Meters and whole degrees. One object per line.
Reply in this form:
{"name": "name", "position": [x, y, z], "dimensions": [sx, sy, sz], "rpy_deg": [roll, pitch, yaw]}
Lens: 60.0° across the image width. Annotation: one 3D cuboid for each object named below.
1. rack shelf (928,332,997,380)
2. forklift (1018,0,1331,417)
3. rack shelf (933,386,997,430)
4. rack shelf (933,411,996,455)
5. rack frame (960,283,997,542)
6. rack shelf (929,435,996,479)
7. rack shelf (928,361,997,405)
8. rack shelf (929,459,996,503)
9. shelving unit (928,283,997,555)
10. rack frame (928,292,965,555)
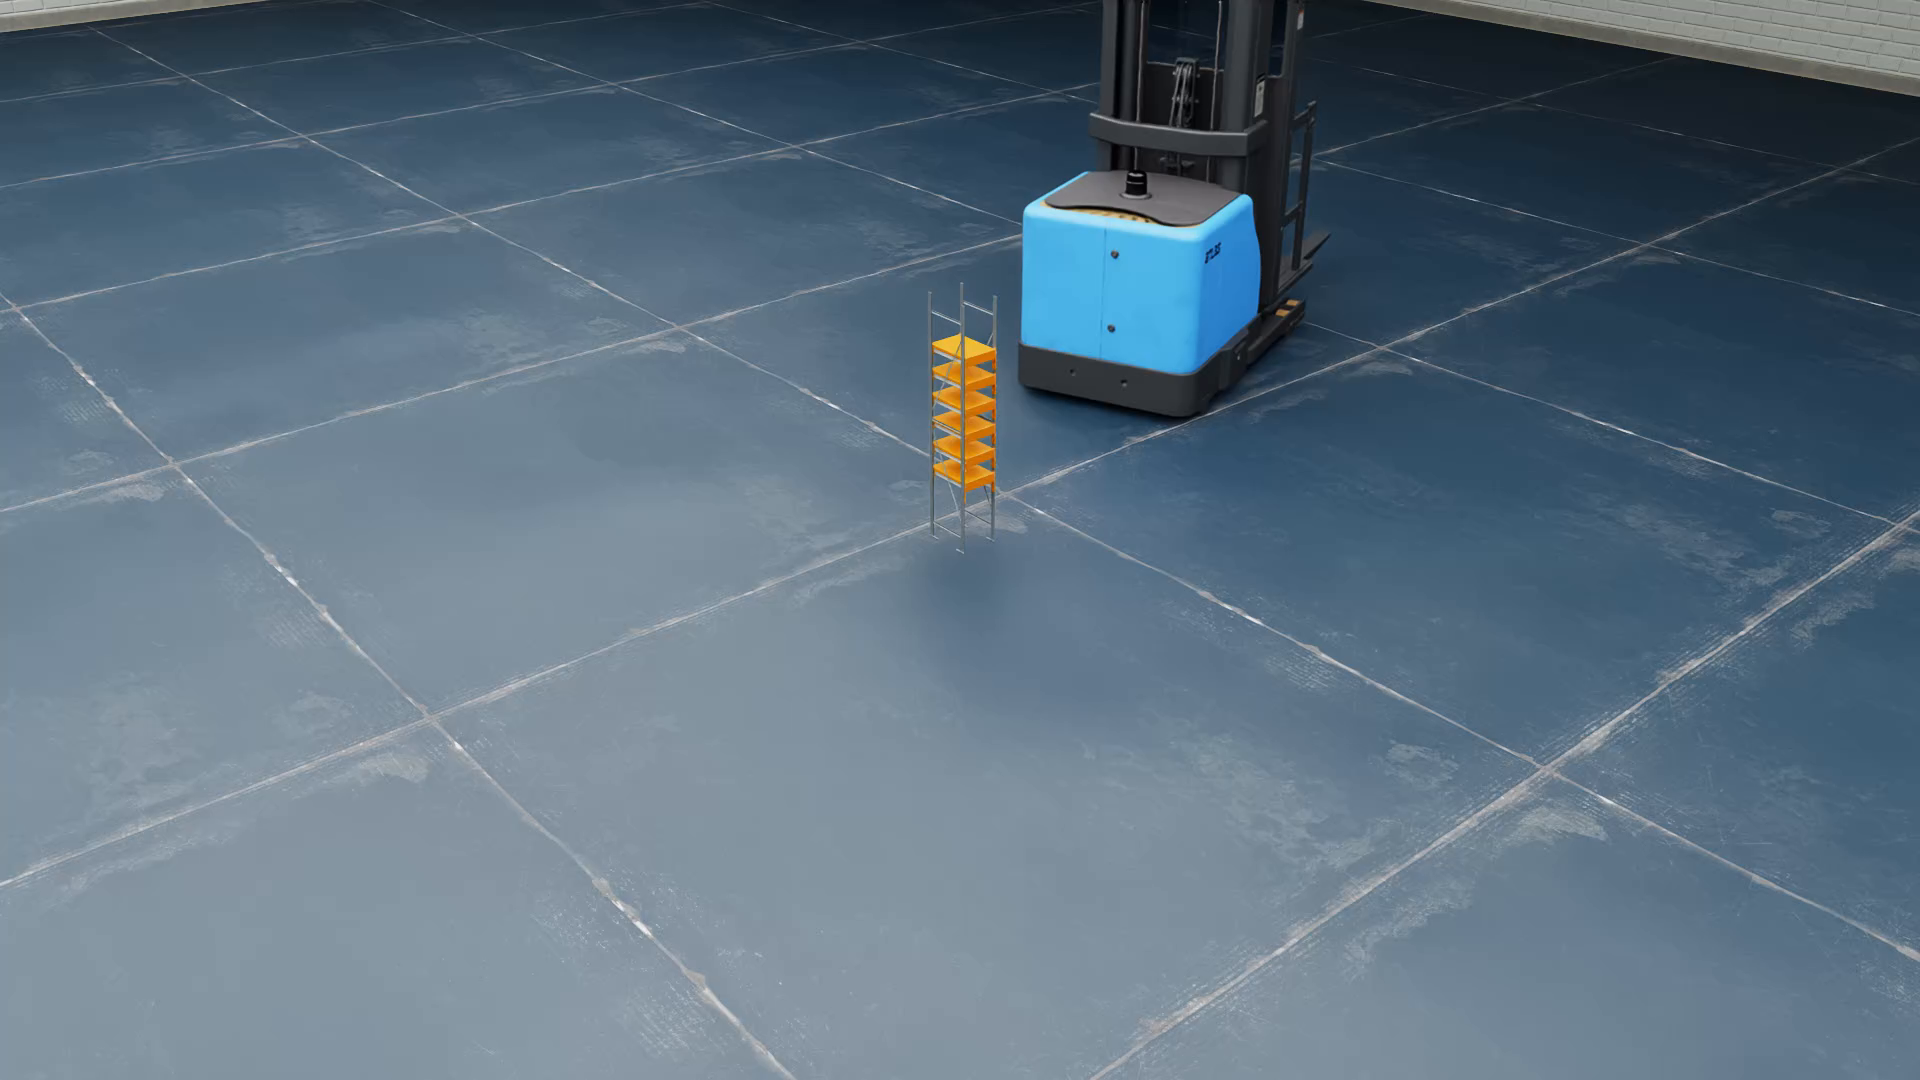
{"name": "rack shelf", "position": [0.011, -0.812, 7.327], "dimensions": [0.180, 0.103, 0.258], "rpy_deg": [-22, 35, -35]}
{"name": "forklift", "position": [1.466, -2.610, 9.524], "dimensions": [1.130, 2.935, 3.031], "rpy_deg": [14, 31, 25]}
{"name": "rack shelf", "position": [0.011, -0.600, 7.440], "dimensions": [0.180, 0.103, 0.258], "rpy_deg": [-22, 35, -35]}
{"name": "rack shelf", "position": [0.011, -0.494, 7.496], "dimensions": [0.180, 0.103, 0.258], "rpy_deg": [-22, 35, -35]}
{"name": "rack frame", "position": [0.081, -0.562, 7.528], "dimensions": [0.006, 1.200, 0.240], "rpy_deg": [-22, 35, -35]}
{"name": "rack shelf", "position": [0.011, -0.389, 7.553], "dimensions": [0.180, 0.103, 0.258], "rpy_deg": [-22, 35, -35]}
{"name": "rack shelf", "position": [0.011, -0.706, 7.383], "dimensions": [0.180, 0.103, 0.258], "rpy_deg": [-22, 35, -35]}
{"name": "rack shelf", "position": [0.011, -0.283, 7.610], "dimensions": [0.180, 0.103, 0.258], "rpy_deg": [-22, 35, -35]}
{"name": "shelving unit", "position": [0.011, -0.534, 7.475], "dimensions": [0.189, 1.200, 0.258], "rpy_deg": [-22, 35, -35]}
{"name": "rack frame", "position": [-0.059, -0.506, 7.423], "dimensions": [0.006, 1.200, 0.240], "rpy_deg": [-22, 35, -35]}
